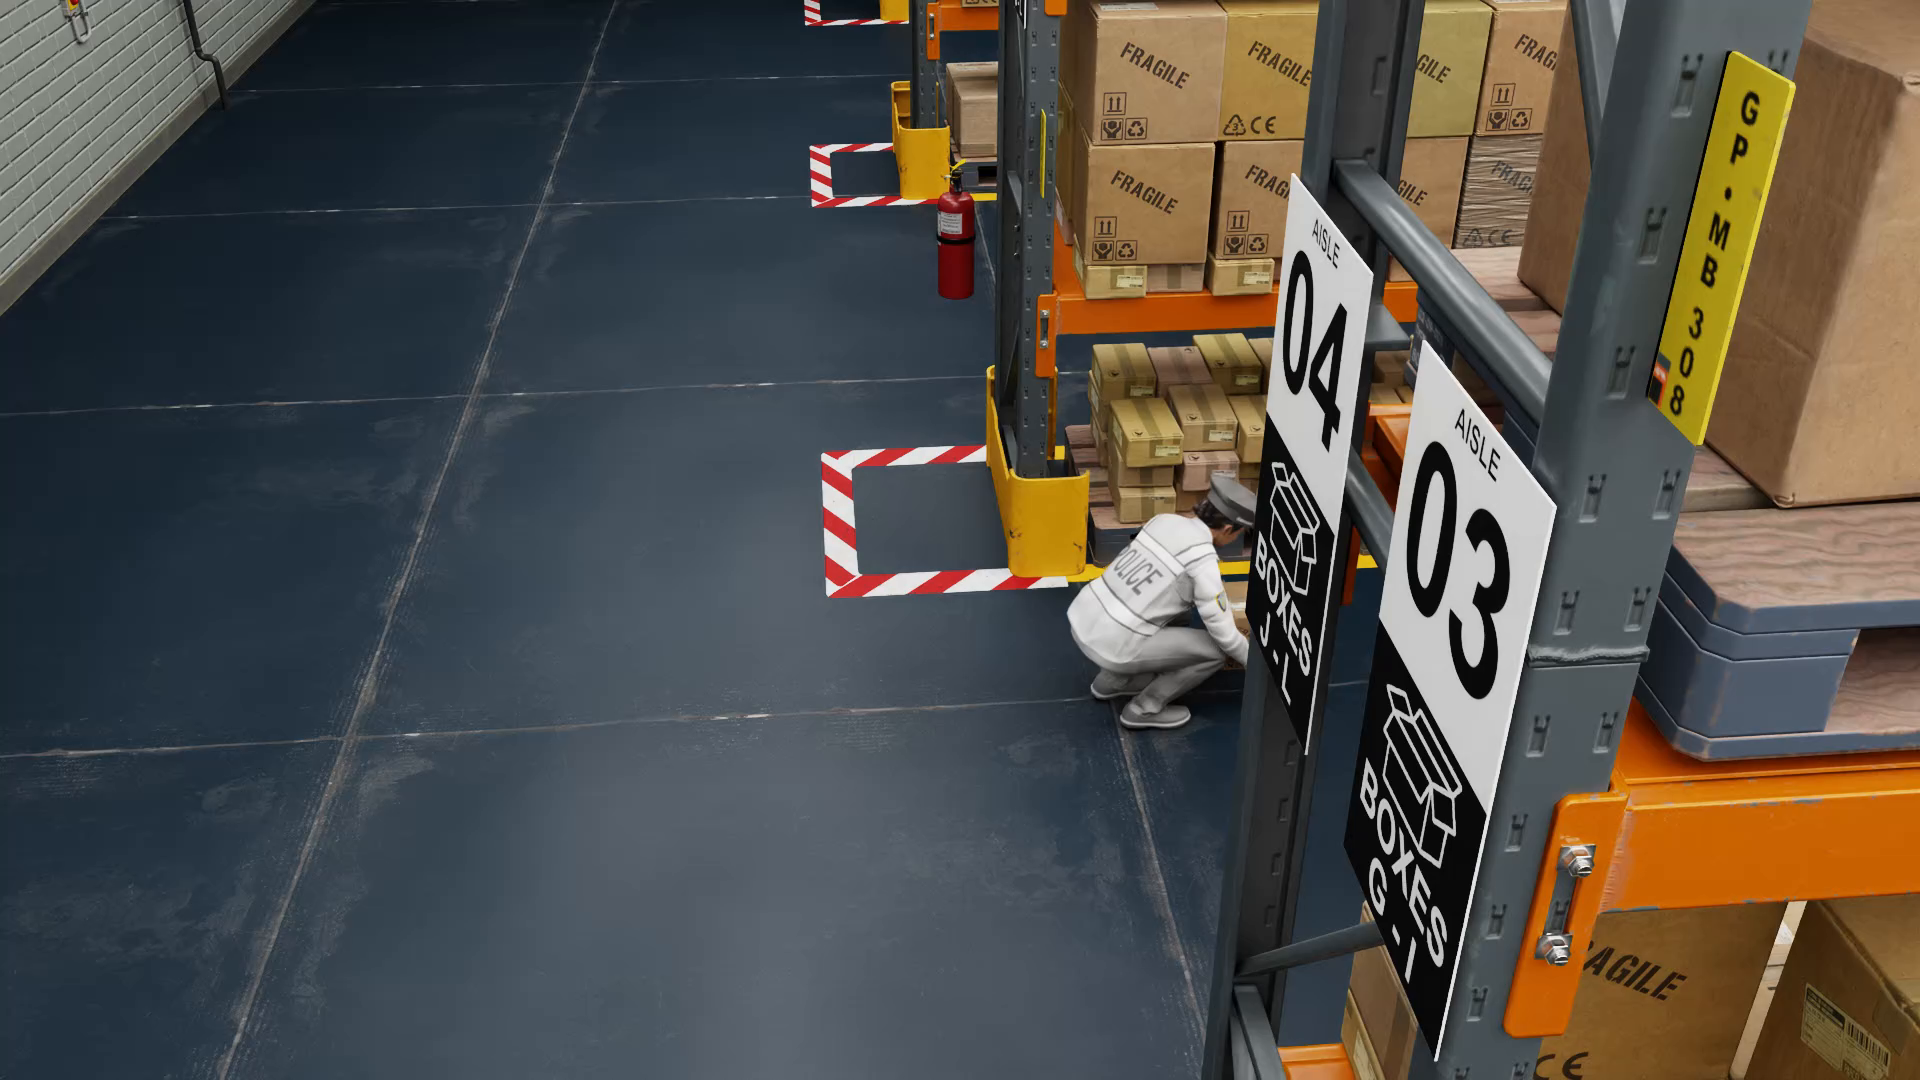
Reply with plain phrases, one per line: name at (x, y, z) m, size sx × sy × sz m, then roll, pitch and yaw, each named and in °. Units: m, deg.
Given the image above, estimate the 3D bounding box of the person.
person at (0.835, 0.249, 6.411) m, size 0.838 × 0.968 × 0.498 m, roll -8°, pitch 32°, yaw -13°
